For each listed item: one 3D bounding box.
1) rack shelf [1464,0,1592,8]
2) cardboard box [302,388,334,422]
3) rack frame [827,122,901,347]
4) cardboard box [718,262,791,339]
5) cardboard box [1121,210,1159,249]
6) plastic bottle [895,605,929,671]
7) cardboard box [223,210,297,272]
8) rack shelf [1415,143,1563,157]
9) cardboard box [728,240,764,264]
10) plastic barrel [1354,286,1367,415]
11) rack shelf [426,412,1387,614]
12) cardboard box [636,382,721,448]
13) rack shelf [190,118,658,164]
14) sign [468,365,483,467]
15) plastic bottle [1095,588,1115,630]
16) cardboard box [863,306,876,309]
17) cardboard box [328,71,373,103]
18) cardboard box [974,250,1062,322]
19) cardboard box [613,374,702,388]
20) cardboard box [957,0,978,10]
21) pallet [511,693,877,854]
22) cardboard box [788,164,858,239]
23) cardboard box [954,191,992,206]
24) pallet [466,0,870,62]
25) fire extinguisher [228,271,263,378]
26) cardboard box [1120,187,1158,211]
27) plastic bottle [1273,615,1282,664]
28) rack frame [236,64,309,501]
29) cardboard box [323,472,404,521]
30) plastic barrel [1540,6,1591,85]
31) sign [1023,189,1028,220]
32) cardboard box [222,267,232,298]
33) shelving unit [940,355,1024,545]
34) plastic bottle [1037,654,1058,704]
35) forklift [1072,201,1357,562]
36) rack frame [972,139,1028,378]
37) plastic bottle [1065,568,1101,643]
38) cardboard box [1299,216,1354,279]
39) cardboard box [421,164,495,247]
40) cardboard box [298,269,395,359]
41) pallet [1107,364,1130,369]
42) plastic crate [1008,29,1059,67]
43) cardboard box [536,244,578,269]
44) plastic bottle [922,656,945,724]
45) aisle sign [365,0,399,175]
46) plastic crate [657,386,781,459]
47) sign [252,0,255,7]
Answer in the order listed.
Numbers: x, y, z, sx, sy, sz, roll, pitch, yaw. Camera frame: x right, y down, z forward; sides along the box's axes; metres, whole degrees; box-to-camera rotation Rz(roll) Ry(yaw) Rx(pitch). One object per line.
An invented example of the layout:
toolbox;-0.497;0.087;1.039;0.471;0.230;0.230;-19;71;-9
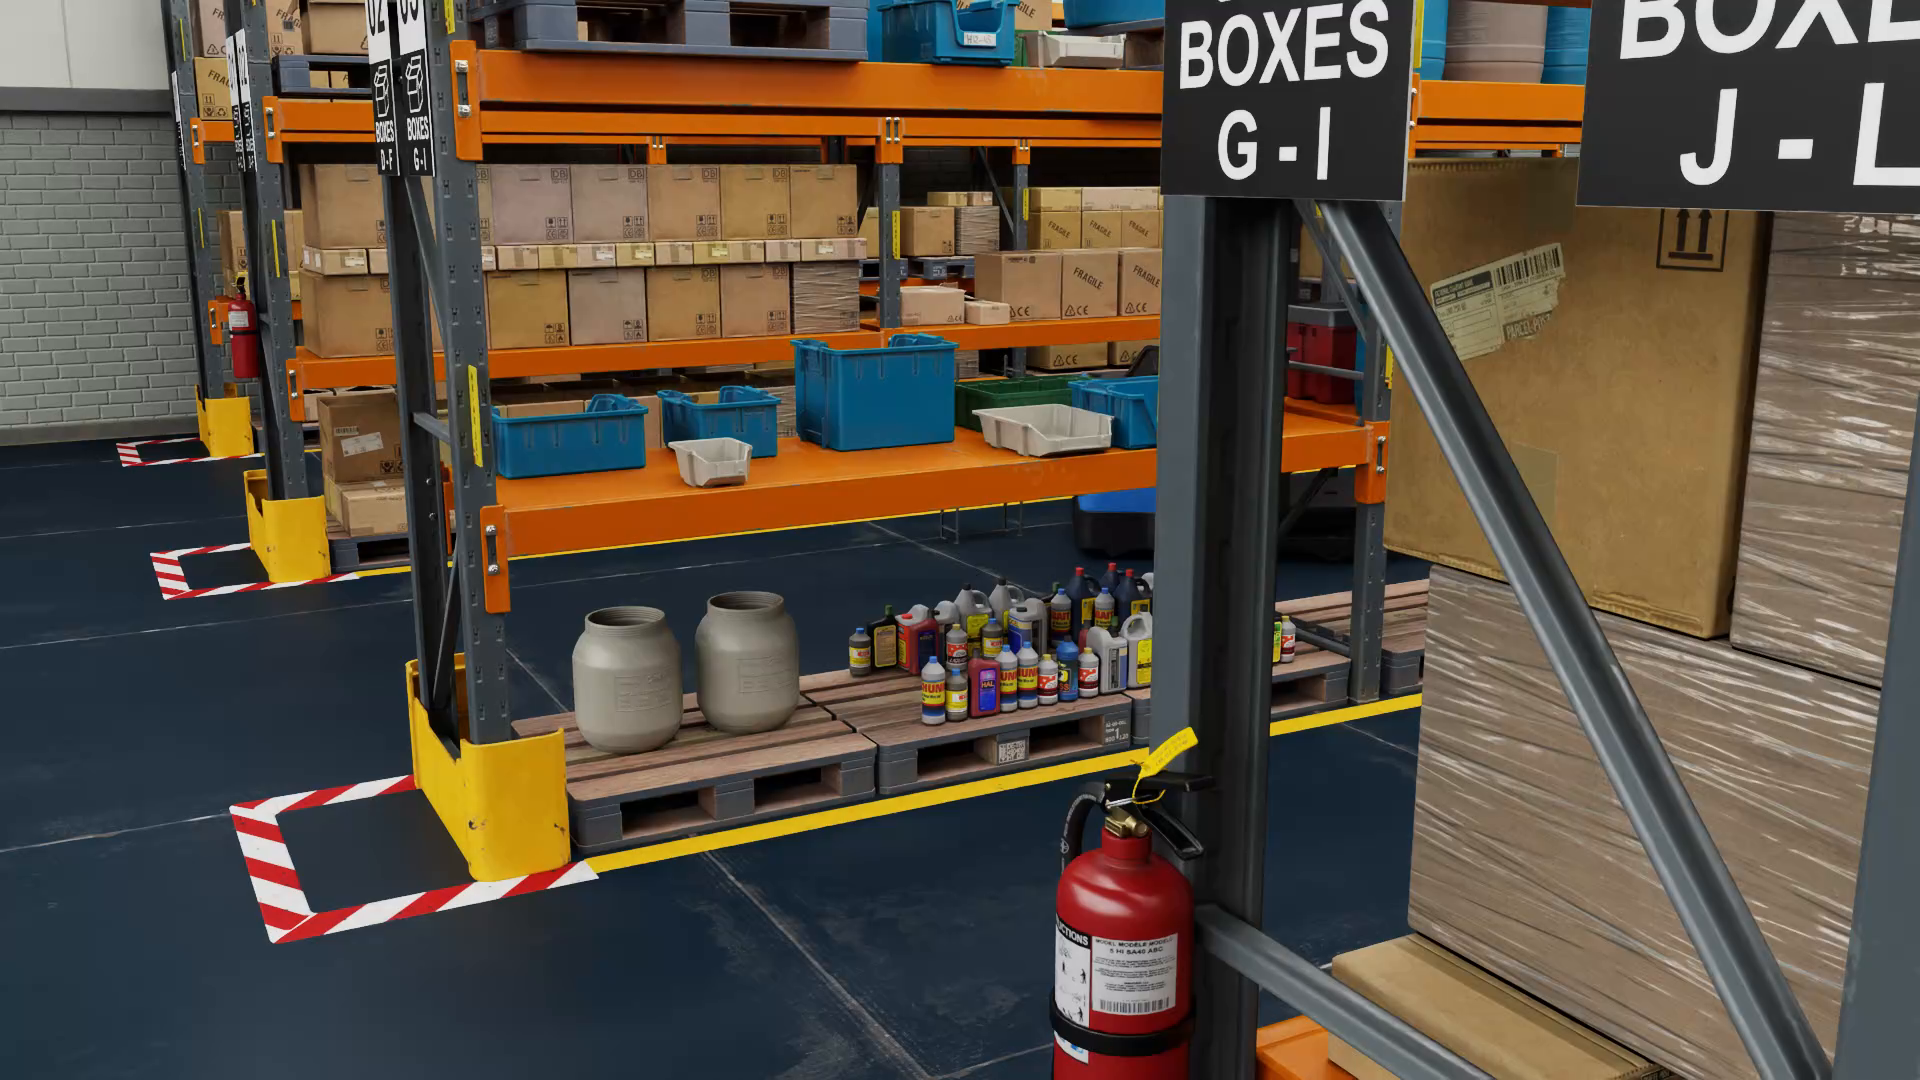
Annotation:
rack shelf;2.280;-0.746;2.399;4.000;0.370;1.077;-7;14;-28
cardboard box;-5.946;-1.245;14.933;0.500;0.311;0.500;-9;15;-34
rack frame;-0.708;-1.754;12.069;0.127;3.000;1.000;-7;14;-28
cardboard box;-1.555;-1.698;11.593;0.500;0.500;0.700;-7;14;-28
cardboard box;1.875;-3.439;18.609;0.500;0.500;0.500;-7;14;-28
plastic bottle;-0.213;0.437;7.535;0.135;0.276;0.152;-7;14;-27
cardboard box;-6.033;-2.582;14.337;0.500;0.500;0.500;-7;14;-28
rack shelf;5.692;-4.872;20.734;4.000;0.370;1.077;-7;14;-28
cardboard box;-1.521;-1.967;11.314;0.250;0.149;0.380;-7;14;-28
plastic barrel;2.146;-1.025;7.692;0.708;0.901;0.600;-7;14;-28
rack shelf;-0.094;-0.237;6.970;4.000;0.370;1.077;-7;14;-28
cardboard box;-1.892;-0.788;11.378;0.500;0.500;0.500;-7;14;-28
rack shelf;-4.841;-3.610;15.124;4.000;0.370;1.077;-7;14;-28
sign;-1.589;-0.406;5.452;0.005;0.325;0.100;-7;14;-28
plastic bottle;0.685;0.361;7.884;0.097;0.271;0.097;0;13;0
cardboard box;-0.712;-2.356;17.729;0.500;0.250;0.500;-7;14;-27
cardboard box;-5.240;-3.901;14.506;0.500;0.500;0.500;-6;14;-25
cardboard box;0.436;-1.935;12.649;0.500;0.500;0.500;-6;14;-24
cardboard box;-2.143;-0.889;11.826;0.500;0.500;0.500;-7;14;-28
cardboard box;-0.148;-3.772;11.882;0.500;0.500;0.500;-7;14;-27
pallet;-1.089;0.881;6.713;1.213;0.211;1.003;-7;14;-28
cardboard box;-1.095;-2.387;11.703;0.500;0.500;0.700;-7;14;-28
cardboard box;0.137;-3.666;17.862;0.250;0.149;0.380;-9;16;-35
pallet;-1.076;-1.817;5.950;1.213;0.211;1.003;-7;14;-28
fire extinguisher;-4.546;-1.372;10.550;0.183;0.674;0.296;-7;14;-28
cardboard box;1.856;-3.806;18.531;0.500;0.250;0.500;-7;14;-27
plastic bottle;1.398;0.426;7.568;0.133;0.283;0.061;-6;14;-25
rack frame;-4.219;-1.333;10.199;0.127;3.000;1.000;-7;14;-28
cardboard box;-3.890;-0.310;10.959;0.500;0.250;0.500;-7;14;-28
plastic barrel;3.152;-2.739;8.476;0.708;0.901;0.600;-7;14;-28
sign;0.694;-3.551;17.600;0.005;0.325;0.100;-7;14;-28
cardboard box;-6.279;-2.310;14.838;0.500;0.250;0.500;-7;14;-27
shelving unit;0.145;-0.603;11.055;0.503;1.200;0.258;-7;14;-28
plastic bottle;0.367;0.585;7.049;0.097;0.201;0.097;0;13;0
forklift;2.276;-1.407;10.685;3.031;2.935;1.130;0;13;2
rack frame;0.426;-3.129;18.179;0.127;3.000;1.000;-7;14;-28
plastic bottle;0.589;0.304;7.958;0.185;0.351;0.144;-8;15;-30
cardboard box;3.301;-2.516;14.273;0.700;0.500;0.500;11;17;41
cardboard box;-3.298;-2.123;10.528;0.500;0.500;0.700;-7;15;-29
cardboard box;-3.803;-1.428;10.396;0.500;0.500;0.700;-7;14;-28
pallet;2.223;-1.964;19.356;1.213;0.211;1.003;-7;14;-28
plastic crate;0.146;-2.045;7.015;0.450;0.188;0.336;-7;14;-28
cardboard box;-2.642;-1.834;10.720;0.250;0.149;0.380;-7;14;-29
plastic bottle;-0.108;0.608;6.788;0.097;0.271;0.097;0;13;0
aisle sign;-2.055;-1.696;5.891;0.004;0.787;0.394;-7;14;-28
plastic crate;-0.980;-0.483;6.761;0.408;0.251;0.499;-7;14;-28
sign;-3.959;-3.154;9.287;0.005;0.325;0.100;-7;14;-28
